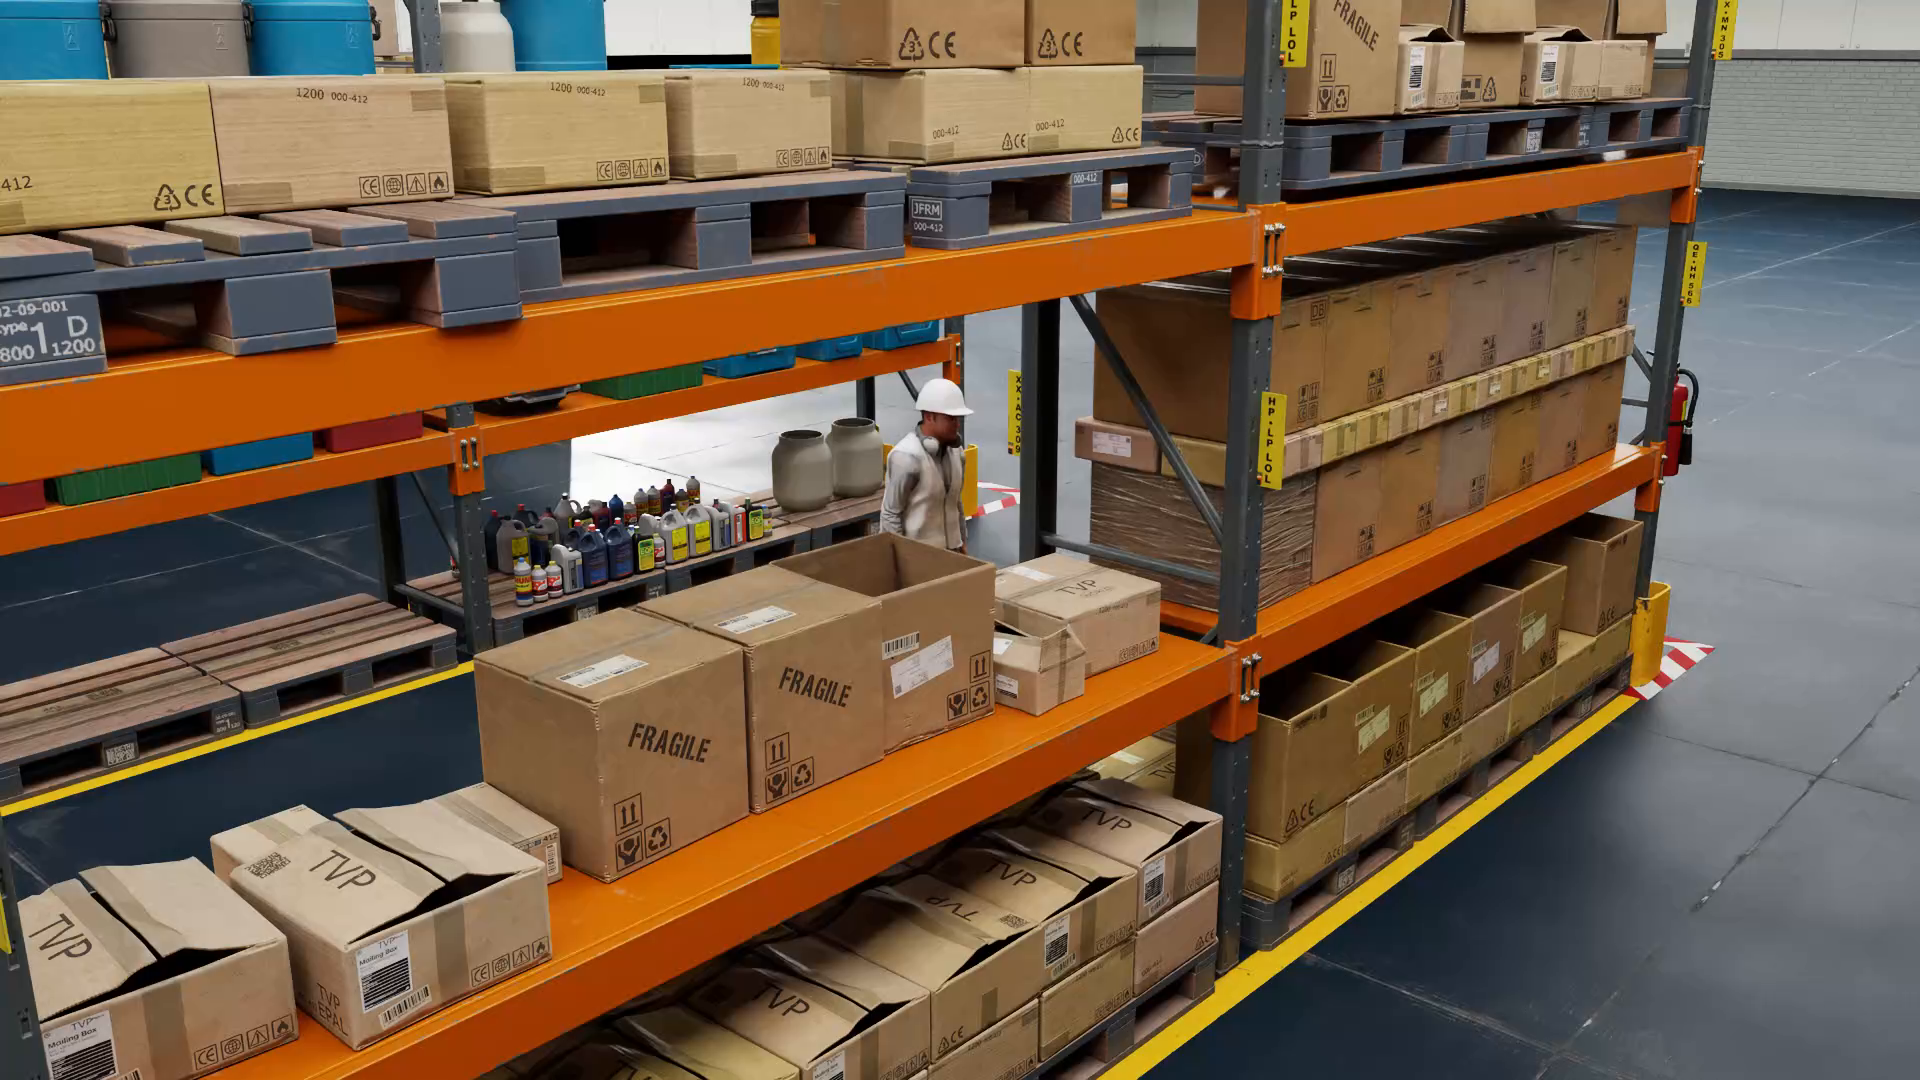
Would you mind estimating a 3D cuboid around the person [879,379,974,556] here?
[{"bbox_3d":[-0.155,0.072,8.266,0.464,1.767,0.583,13,21,37],"label":"person"}]
